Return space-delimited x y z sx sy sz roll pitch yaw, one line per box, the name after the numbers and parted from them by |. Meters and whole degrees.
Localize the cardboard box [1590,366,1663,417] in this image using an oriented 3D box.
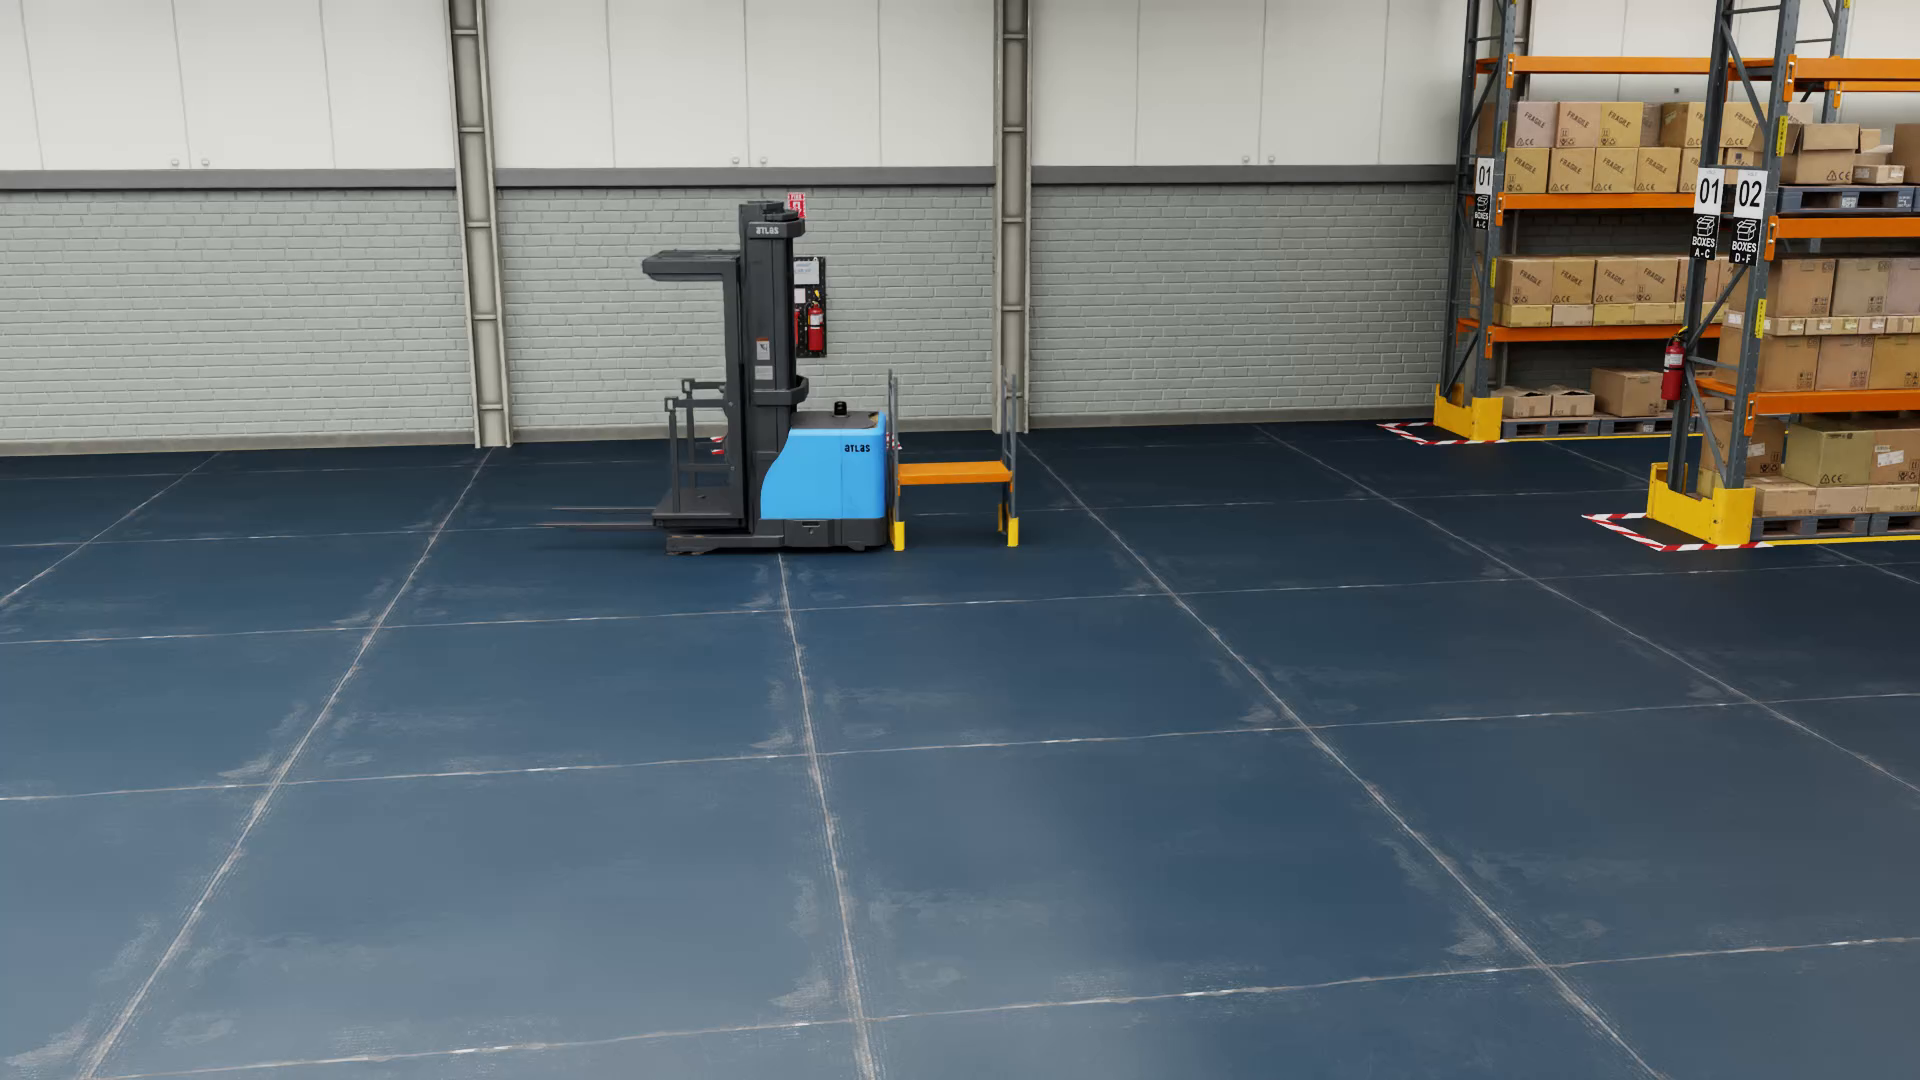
7.964 -1.784 19.903 0.500 0.500 0.700 -3 14 -12 | cardboard box

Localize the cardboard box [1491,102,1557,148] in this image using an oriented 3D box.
6.387 -4.698 18.820 0.500 0.500 0.500 -3 14 -12 | cardboard box

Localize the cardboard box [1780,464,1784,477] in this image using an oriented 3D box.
7.690 -0.534 15.476 0.500 0.250 0.500 -2 14 -8 | cardboard box

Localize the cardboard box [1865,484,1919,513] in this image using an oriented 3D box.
8.263 -0.426 15.043 0.500 0.250 0.500 -2 14 -8 | cardboard box

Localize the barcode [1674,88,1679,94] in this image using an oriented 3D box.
8.487 -5.319 19.692 0.075 0.075 0.001 -2 14 -8 | barcode

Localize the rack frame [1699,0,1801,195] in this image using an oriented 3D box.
6.712 -4.463 14.018 0.127 3.000 1.000 -2 14 -8 | rack frame

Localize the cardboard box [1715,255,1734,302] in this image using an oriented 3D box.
9.011 -3.079 19.559 0.500 0.500 0.500 -2 14 -9 | cardboard box

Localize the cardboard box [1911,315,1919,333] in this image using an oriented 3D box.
8.405 -1.926 14.695 0.250 0.149 0.380 -2 14 -9 | cardboard box

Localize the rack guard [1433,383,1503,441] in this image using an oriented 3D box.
6.045 -1.535 19.814 0.348 0.500 1.175 -2 14 -8 | rack guard

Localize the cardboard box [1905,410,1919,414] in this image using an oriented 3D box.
9.173 -0.954 15.607 0.500 0.500 0.500 -2 14 -8 | cardboard box

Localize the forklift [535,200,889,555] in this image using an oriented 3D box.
-2.156 -1.423 14.372 3.031 2.935 1.130 0 14 -1 | forklift

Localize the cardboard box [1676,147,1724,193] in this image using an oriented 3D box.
8.418 -4.280 19.210 0.500 0.500 0.500 -3 14 -11 | cardboard box

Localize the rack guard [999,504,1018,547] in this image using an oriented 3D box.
0.428 -0.135 14.748 0.087 0.250 0.587 -2 14 -8 | rack guard

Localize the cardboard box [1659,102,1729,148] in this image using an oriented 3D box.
8.415 -4.760 19.068 0.500 0.500 0.500 -3 14 -10 | cardboard box

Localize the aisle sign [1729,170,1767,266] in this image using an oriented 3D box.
6.692 -2.738 14.128 0.004 0.787 0.394 -2 14 -8 | aisle sign

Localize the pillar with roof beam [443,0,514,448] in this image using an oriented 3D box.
-4.691 -4.417 13.836 0.400 9.000 9.100 -2 14 -8 | pillar with roof beam

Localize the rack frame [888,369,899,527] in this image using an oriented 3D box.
-0.578 -0.707 14.457 0.032 1.500 0.500 -2 14 -8 | rack frame

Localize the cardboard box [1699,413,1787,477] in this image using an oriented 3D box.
7.198 -0.878 15.303 0.500 0.500 0.500 -2 14 -8 | cardboard box

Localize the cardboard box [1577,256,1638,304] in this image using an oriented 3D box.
7.489 -3.023 19.334 0.500 0.500 0.500 -3 14 -10 | cardboard box

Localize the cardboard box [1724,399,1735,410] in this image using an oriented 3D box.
9.401 -1.702 20.262 0.250 0.166 0.380 -4 15 -16 | cardboard box

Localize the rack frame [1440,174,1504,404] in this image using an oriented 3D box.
5.970 -2.744 19.499 0.127 3.000 1.000 -2 14 -8 | rack frame

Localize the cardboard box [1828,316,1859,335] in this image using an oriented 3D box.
7.639 -1.897 14.582 0.250 0.149 0.380 -2 14 -8 | cardboard box

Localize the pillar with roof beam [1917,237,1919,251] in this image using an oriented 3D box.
13.108 -5.070 16.437 0.400 9.000 9.100 -2 14 -8 | pillar with roof beam

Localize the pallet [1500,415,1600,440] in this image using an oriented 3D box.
6.854 -1.416 19.932 1.213 0.211 1.003 -2 14 -8 | pallet

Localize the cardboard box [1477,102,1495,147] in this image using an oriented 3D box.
6.357 -4.821 19.310 0.500 0.500 0.500 -1 14 -6 | cardboard box

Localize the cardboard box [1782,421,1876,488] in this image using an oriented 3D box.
7.769 -0.771 14.878 0.500 0.500 0.500 -2 14 -8 | cardboard box

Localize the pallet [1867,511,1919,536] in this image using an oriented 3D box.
8.665 -0.282 15.411 1.213 0.211 1.003 -2 14 -8 | pallet

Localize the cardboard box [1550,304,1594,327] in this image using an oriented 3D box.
7.011 -2.645 19.369 0.500 0.250 0.500 -3 14 -10 | cardboard box

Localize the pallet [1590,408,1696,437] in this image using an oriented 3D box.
8.057 -1.459 20.105 1.213 0.211 1.003 -2 14 -8 | pallet

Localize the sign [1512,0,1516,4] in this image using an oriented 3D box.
6.051 -6.015 18.125 0.005 0.325 0.100 -2 14 -8 | sign

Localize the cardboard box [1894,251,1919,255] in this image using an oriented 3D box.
8.740 -2.303 14.868 0.500 0.500 0.700 -2 14 -8 | cardboard box

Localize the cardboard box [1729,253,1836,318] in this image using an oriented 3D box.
7.227 -2.246 14.641 0.500 0.500 0.700 -2 14 -8 | cardboard box

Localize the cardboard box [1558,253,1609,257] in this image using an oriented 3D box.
7.414 -3.149 19.837 0.500 0.500 0.500 -2 14 -10 | cardboard box

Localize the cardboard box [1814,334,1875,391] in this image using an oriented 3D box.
7.694 -1.635 14.871 0.500 0.500 0.700 -2 14 -7 | cardboard box

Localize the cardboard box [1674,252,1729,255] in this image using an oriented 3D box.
8.917 -3.205 20.062 0.500 0.500 0.500 -2 14 -9 | cardboard box

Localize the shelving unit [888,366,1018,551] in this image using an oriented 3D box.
-0.065 -0.725 14.528 1.083 1.500 0.587 -2 14 -8 | shelving unit

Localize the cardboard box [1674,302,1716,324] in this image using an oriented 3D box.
8.513 -2.698 19.582 0.500 0.250 0.500 -2 14 -9 | cardboard box

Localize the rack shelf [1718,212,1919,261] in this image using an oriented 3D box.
8.689 -2.731 14.759 4.000 0.370 1.077 -2 14 -8 | rack shelf

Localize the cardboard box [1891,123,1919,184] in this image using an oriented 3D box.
8.395 -3.322 14.280 0.500 0.500 0.500 -2 14 -8 | cardboard box

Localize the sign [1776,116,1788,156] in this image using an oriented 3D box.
6.788 -3.337 13.734 0.005 0.325 0.100 -2 14 -8 | sign

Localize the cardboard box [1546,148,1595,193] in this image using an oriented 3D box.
6.874 -4.220 18.971 0.500 0.500 0.500 -1 14 -5 | cardboard box

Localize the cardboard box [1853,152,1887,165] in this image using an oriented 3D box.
7.811 -3.312 14.752 0.500 0.250 0.500 -2 14 -8 | cardboard box

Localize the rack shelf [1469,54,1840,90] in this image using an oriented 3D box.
7.948 -5.376 19.146 4.000 0.370 1.077 -2 14 -8 | rack shelf
